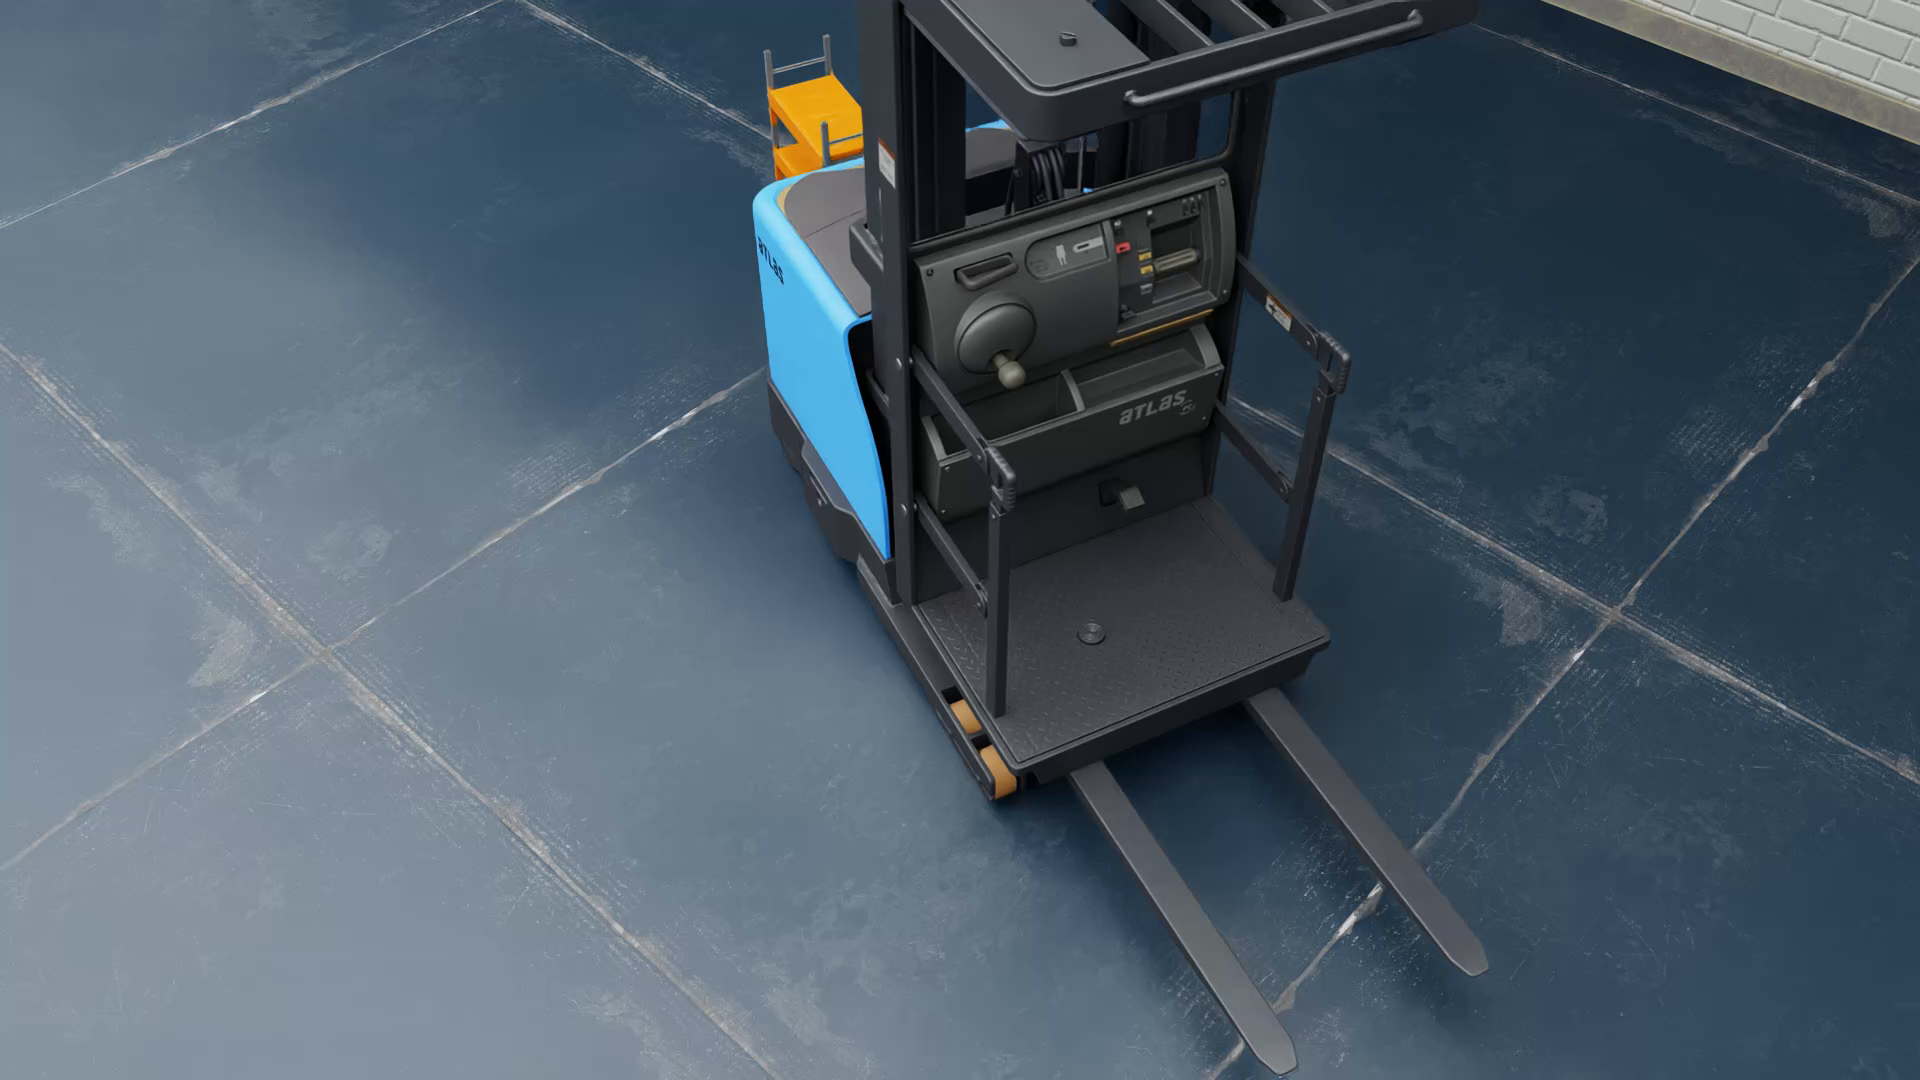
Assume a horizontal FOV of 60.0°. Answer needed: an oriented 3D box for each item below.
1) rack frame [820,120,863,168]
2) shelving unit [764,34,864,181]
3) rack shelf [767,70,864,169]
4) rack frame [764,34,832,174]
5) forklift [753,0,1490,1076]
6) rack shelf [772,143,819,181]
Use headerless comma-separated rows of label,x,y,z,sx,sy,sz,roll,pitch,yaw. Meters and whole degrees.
rack frame,-0.341,-0.974,5.842,0.240,1.200,0.015,-20,50,-18
shelving unit,-0.450,-1.133,5.991,0.258,1.200,0.503,-20,50,-18
rack shelf,-0.450,-1.402,5.705,0.258,0.148,0.480,-20,50,-18
rack frame,-0.559,-1.292,6.140,0.240,1.200,0.015,-20,50,-18
forklift,0.425,-0.599,4.302,1.130,2.935,3.031,-20,50,-18
rack shelf,-0.450,-1.240,5.877,0.258,0.148,0.480,-20,50,-18
